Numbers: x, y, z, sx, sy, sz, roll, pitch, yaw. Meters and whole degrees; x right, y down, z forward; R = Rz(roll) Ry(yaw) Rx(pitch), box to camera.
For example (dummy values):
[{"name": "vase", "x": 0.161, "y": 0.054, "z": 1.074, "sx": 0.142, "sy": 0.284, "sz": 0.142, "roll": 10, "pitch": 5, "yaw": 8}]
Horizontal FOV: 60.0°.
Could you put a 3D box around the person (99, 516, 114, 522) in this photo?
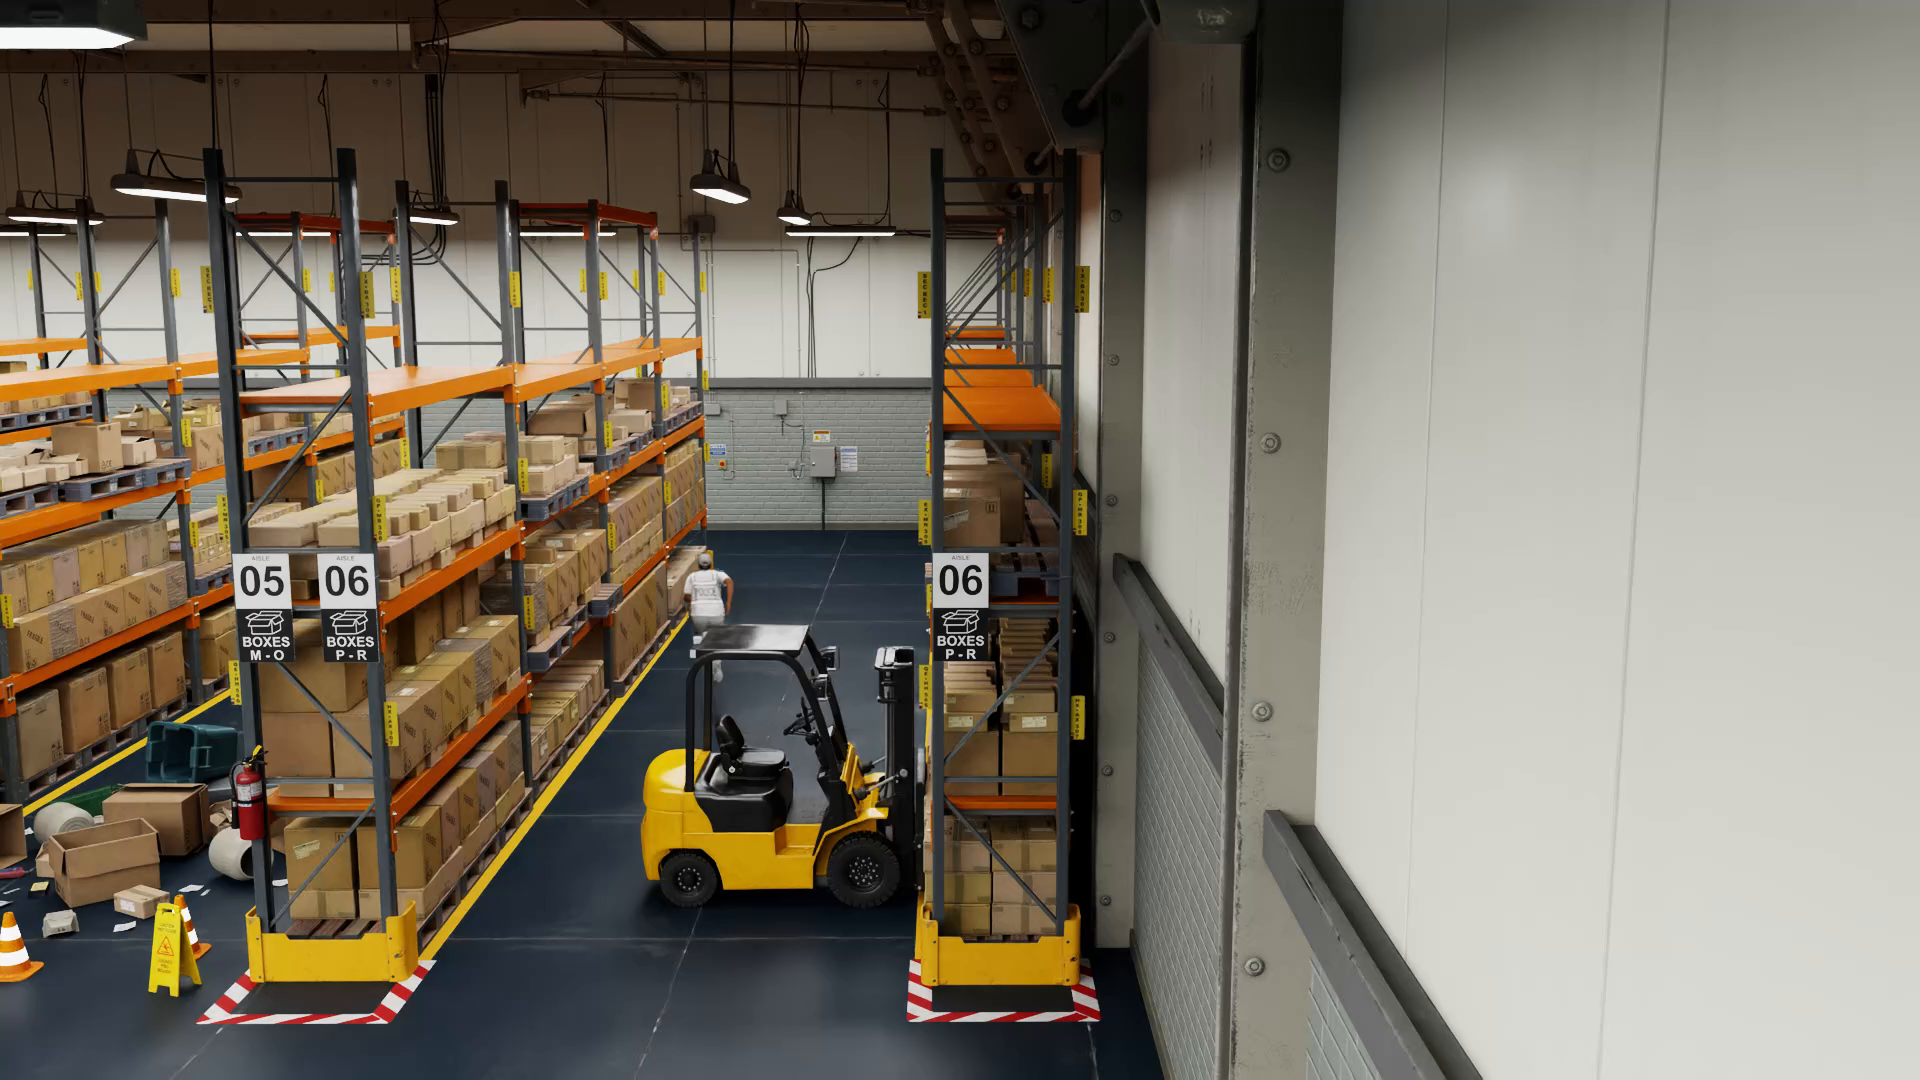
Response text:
[{"name": "person", "x": -12.402, "y": 0.428, "z": 24.530, "sx": 0.701, "sy": 1.714, "sz": 0.799, "roll": -8, "pitch": 12, "yaw": -41}]

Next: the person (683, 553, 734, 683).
[{"name": "person", "x": -3.107, "y": 0.975, "z": 20.567, "sx": 0.583, "sy": 1.586, "sz": 0.800, "roll": -3, "pitch": 10, "yaw": -17}]
